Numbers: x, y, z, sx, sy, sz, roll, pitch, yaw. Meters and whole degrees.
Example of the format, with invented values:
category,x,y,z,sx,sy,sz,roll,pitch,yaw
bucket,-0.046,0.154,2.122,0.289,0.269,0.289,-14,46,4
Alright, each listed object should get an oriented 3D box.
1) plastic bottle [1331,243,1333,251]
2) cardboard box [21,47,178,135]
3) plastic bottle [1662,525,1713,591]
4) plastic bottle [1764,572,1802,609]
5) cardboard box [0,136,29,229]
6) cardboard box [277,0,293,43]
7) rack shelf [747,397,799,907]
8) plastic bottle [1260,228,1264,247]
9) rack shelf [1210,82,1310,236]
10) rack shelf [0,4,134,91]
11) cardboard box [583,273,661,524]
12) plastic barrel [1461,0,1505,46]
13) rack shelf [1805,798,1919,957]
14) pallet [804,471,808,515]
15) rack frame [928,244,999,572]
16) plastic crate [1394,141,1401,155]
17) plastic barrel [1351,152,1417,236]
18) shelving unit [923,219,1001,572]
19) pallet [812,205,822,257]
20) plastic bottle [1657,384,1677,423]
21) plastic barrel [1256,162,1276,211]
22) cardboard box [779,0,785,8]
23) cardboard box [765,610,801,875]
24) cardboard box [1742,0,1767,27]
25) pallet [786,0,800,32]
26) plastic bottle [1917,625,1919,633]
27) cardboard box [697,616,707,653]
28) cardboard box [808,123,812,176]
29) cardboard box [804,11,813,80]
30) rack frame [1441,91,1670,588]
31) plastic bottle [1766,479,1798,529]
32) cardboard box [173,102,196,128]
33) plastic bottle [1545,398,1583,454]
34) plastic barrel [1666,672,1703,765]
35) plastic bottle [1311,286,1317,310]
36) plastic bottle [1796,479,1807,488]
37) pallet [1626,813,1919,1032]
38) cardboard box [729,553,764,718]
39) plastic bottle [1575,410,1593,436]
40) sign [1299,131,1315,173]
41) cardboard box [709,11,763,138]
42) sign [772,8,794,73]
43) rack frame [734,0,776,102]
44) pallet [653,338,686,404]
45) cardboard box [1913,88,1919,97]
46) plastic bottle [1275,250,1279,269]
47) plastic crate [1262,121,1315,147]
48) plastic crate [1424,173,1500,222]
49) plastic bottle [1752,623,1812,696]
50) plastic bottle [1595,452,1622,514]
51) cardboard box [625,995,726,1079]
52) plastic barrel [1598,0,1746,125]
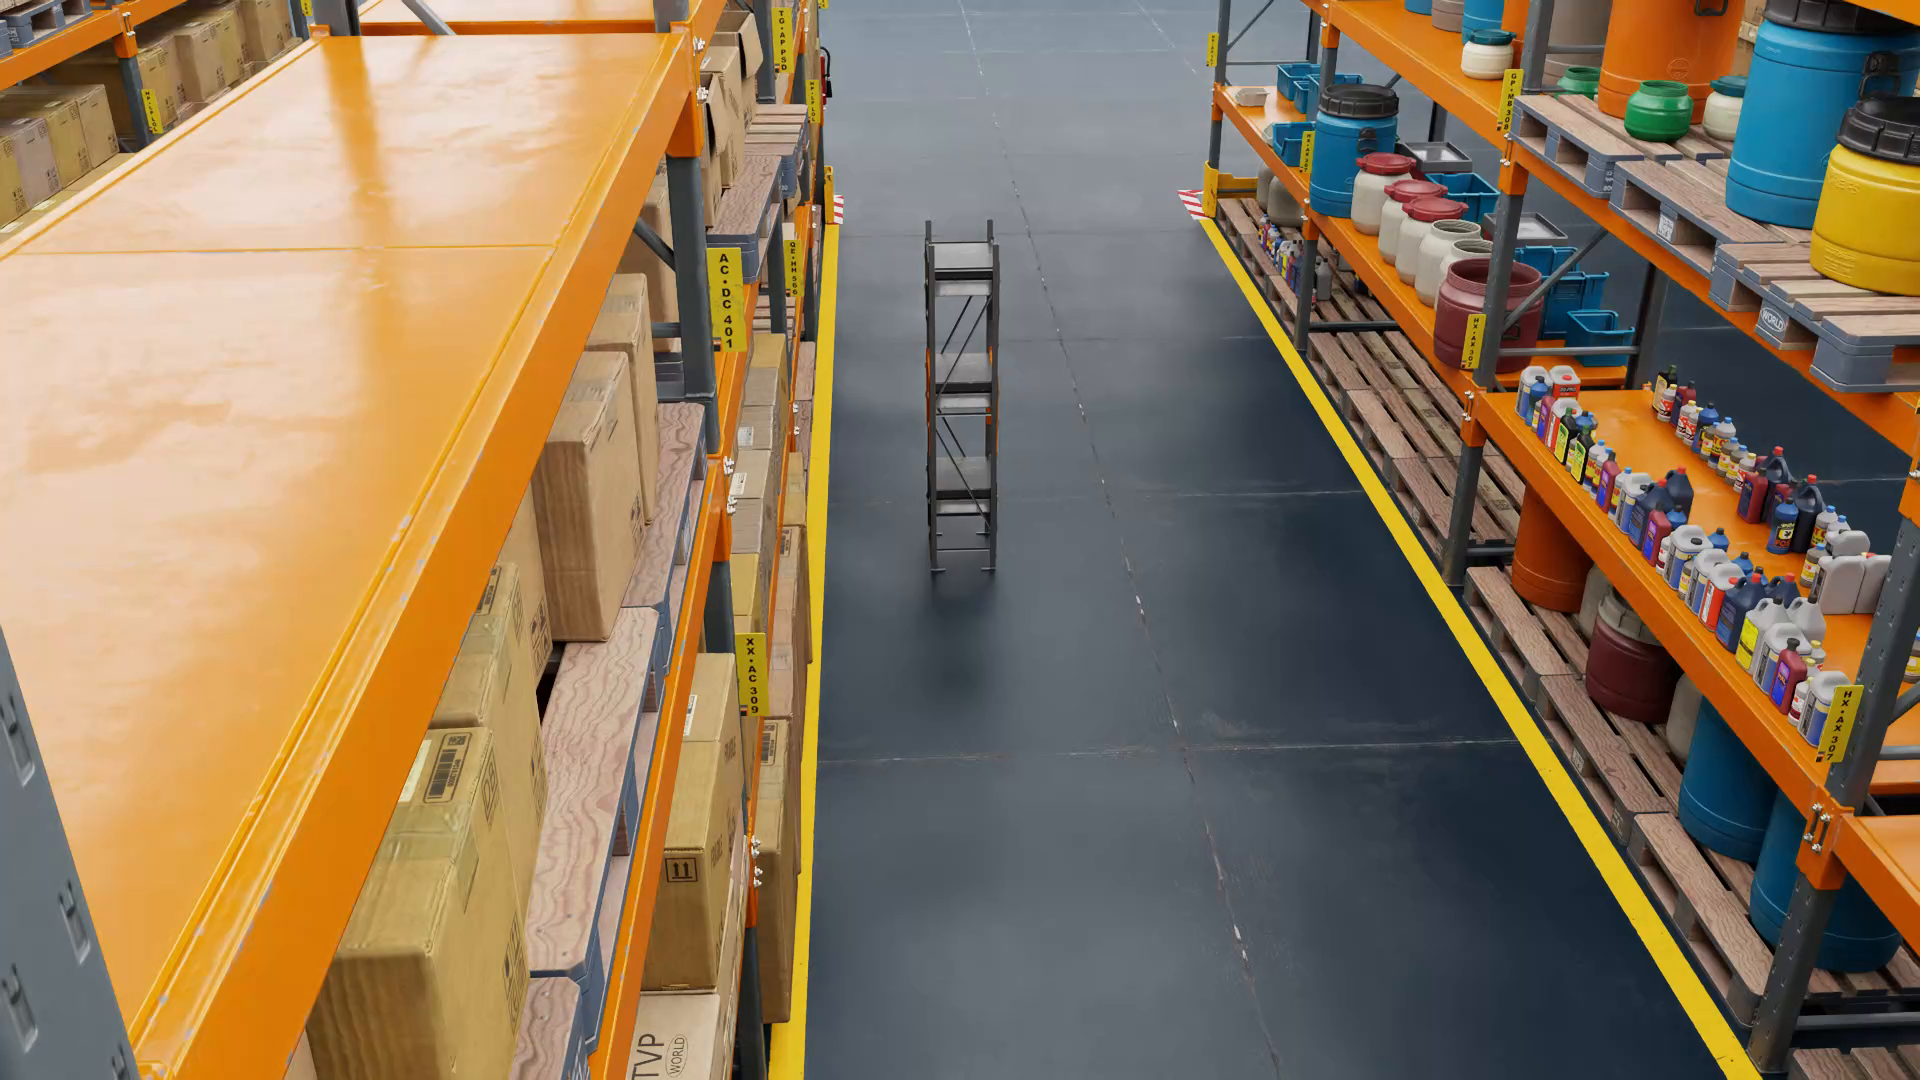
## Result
category,x,y,z,sx,sy,sz,roll,pitch,yaw
plastic bottle,3.479,-2.806,15.347,0.061,0.283,0.133,-1,28,-3
cardboard box,-6.615,-3.449,12.789,0.875,0.550,0.550,-1,28,-3
plastic bottle,3.284,0.079,7.488,0.152,0.276,0.135,-1,28,-3
plastic bottle,3.452,0.286,7.012,0.144,0.351,0.185,-1,28,-3
cardboard box,-6.519,-2.287,10.702,0.700,0.500,0.500,-2,28,-3
cardboard box,-6.858,-4.953,15.672,0.875,0.550,0.550,-1,28,-3
rack shelf,-1.359,0.284,7.739,1.077,0.370,4.000,-1,28,-3
plastic bottle,2.854,-2.834,15.490,0.097,0.201,0.097,0,28,0
rack shelf,3.170,-3.530,15.052,1.077,0.370,4.000,-1,28,-3
rack shelf,-6.526,-2.820,10.447,1.077,0.370,4.000,-1,28,-3
cardboard box,-1.153,-0.356,4.275,0.700,0.500,0.500,-3,28,-6
plastic barrel,3.586,-3.644,10.707,0.600,0.901,0.708,-1,28,-3
rack shelf,3.797,2.012,4.427,1.077,0.370,4.000,-1,28,-3
pallet,-1.502,-0.083,10.680,1.003,0.211,1.213,-1,28,-3
rack frame,0.021,-0.742,9.902,0.400,2.100,0.015,-1,28,-3
plastic crate,3.374,-3.142,13.598,0.767,0.338,0.504,-1,28,-3
plastic barrel,3.105,-2.538,12.226,0.433,0.535,0.433,0,28,0
shelving unit,0.009,-0.855,10.118,0.431,2.100,0.503,-1,28,-3
pallet,-1.870,-3.005,16.284,1.003,0.211,1.213,-1,28,-3
plastic bottle,3.918,-0.760,9.177,0.097,0.201,0.097,0,28,0
plastic barrel,3.176,-3.553,16.555,0.421,0.512,0.421,0,28,0
cardboard box,-1.253,-3.012,9.389,0.500,0.500,0.500,-1,28,-2
cardboard box,-1.355,0.937,7.553,1.225,0.875,0.875,-2,28,-4
cardboard box,8.027,-5.269,16.098,0.700,0.500,0.500,-1,28,-2
pallet,-1.746,-3.765,11.684,1.213,0.211,1.003,-1,28,-3
plastic bottle,4.046,0.366,7.019,0.097,0.201,0.097,0,28,0
cardboard box,-1.296,0.105,6.112,0.797,0.503,0.637,-2,28,-4
cardboard box,-1.634,-3.191,13.195,0.875,0.500,0.500,-1,28,-3
cardboard box,-1.495,-4.101,13.858,0.500,0.500,0.500,-1,28,-3
rack frame,3.483,-1.078,9.573,1.000,3.000,0.127,-1,28,-3
plastic bottle,3.946,-0.173,7.965,0.061,0.283,0.133,-1,28,-3
cardboard box,-6.713,-3.222,13.523,0.875,0.550,0.550,-1,28,-3
plastic bottle,3.207,-0.602,8.794,0.152,0.276,0.135,-1,28,-3
plastic barrel,3.704,0.845,8.123,0.421,0.512,0.421,0,28,0
plastic bottle,2.944,-2.039,13.967,0.097,0.201,0.097,0,28,0
plastic bottle,4.007,-0.175,7.968,0.061,0.283,0.133,-1,28,-3
pallet,3.693,1.648,7.361,1.003,0.211,1.213,-1,28,-3
cardboard box,-1.056,0.394,6.643,0.500,0.500,0.500,-1,28,-3
plastic bottle,3.247,-0.547,8.694,0.097,0.271,0.097,0,28,0
sign,2.724,-3.040,13.035,0.100,0.325,0.005,-1,28,-3
cardboard box,-1.359,-2.240,7.992,0.797,0.503,0.637,0,28,0
sign,-0.908,-2.562,8.531,0.100,0.325,0.005,-1,28,-3
rack frame,-1.463,-3.618,7.956,1.000,3.000,0.127,-1,28,-3
pallet,-1.351,-0.778,5.962,0.805,0.209,1.217,-2,28,-5
cardboard box,7.982,-3.610,13.617,0.380,0.149,0.250,-2,28,-4
plastic bottle,2.888,-2.537,14.920,0.097,0.201,0.097,0,28,0
plastic crate,2.937,-3.552,14.602,0.530,0.136,0.437,-1,28,-3
plastic crate,3.643,-2.416,12.156,0.392,0.384,0.575,-1,28,-3
plastic bottle,3.330,0.481,6.717,0.152,0.276,0.135,-1,28,-3
plastic bottle,3.198,-0.284,8.177,0.061,0.283,0.133,-1,28,-3
cardboard box,-0.913,1.496,4.479,0.500,0.250,0.500,-1,28,-2
plastic barrel,3.510,-2.522,8.180,0.600,0.830,0.708,-1,28,-3
